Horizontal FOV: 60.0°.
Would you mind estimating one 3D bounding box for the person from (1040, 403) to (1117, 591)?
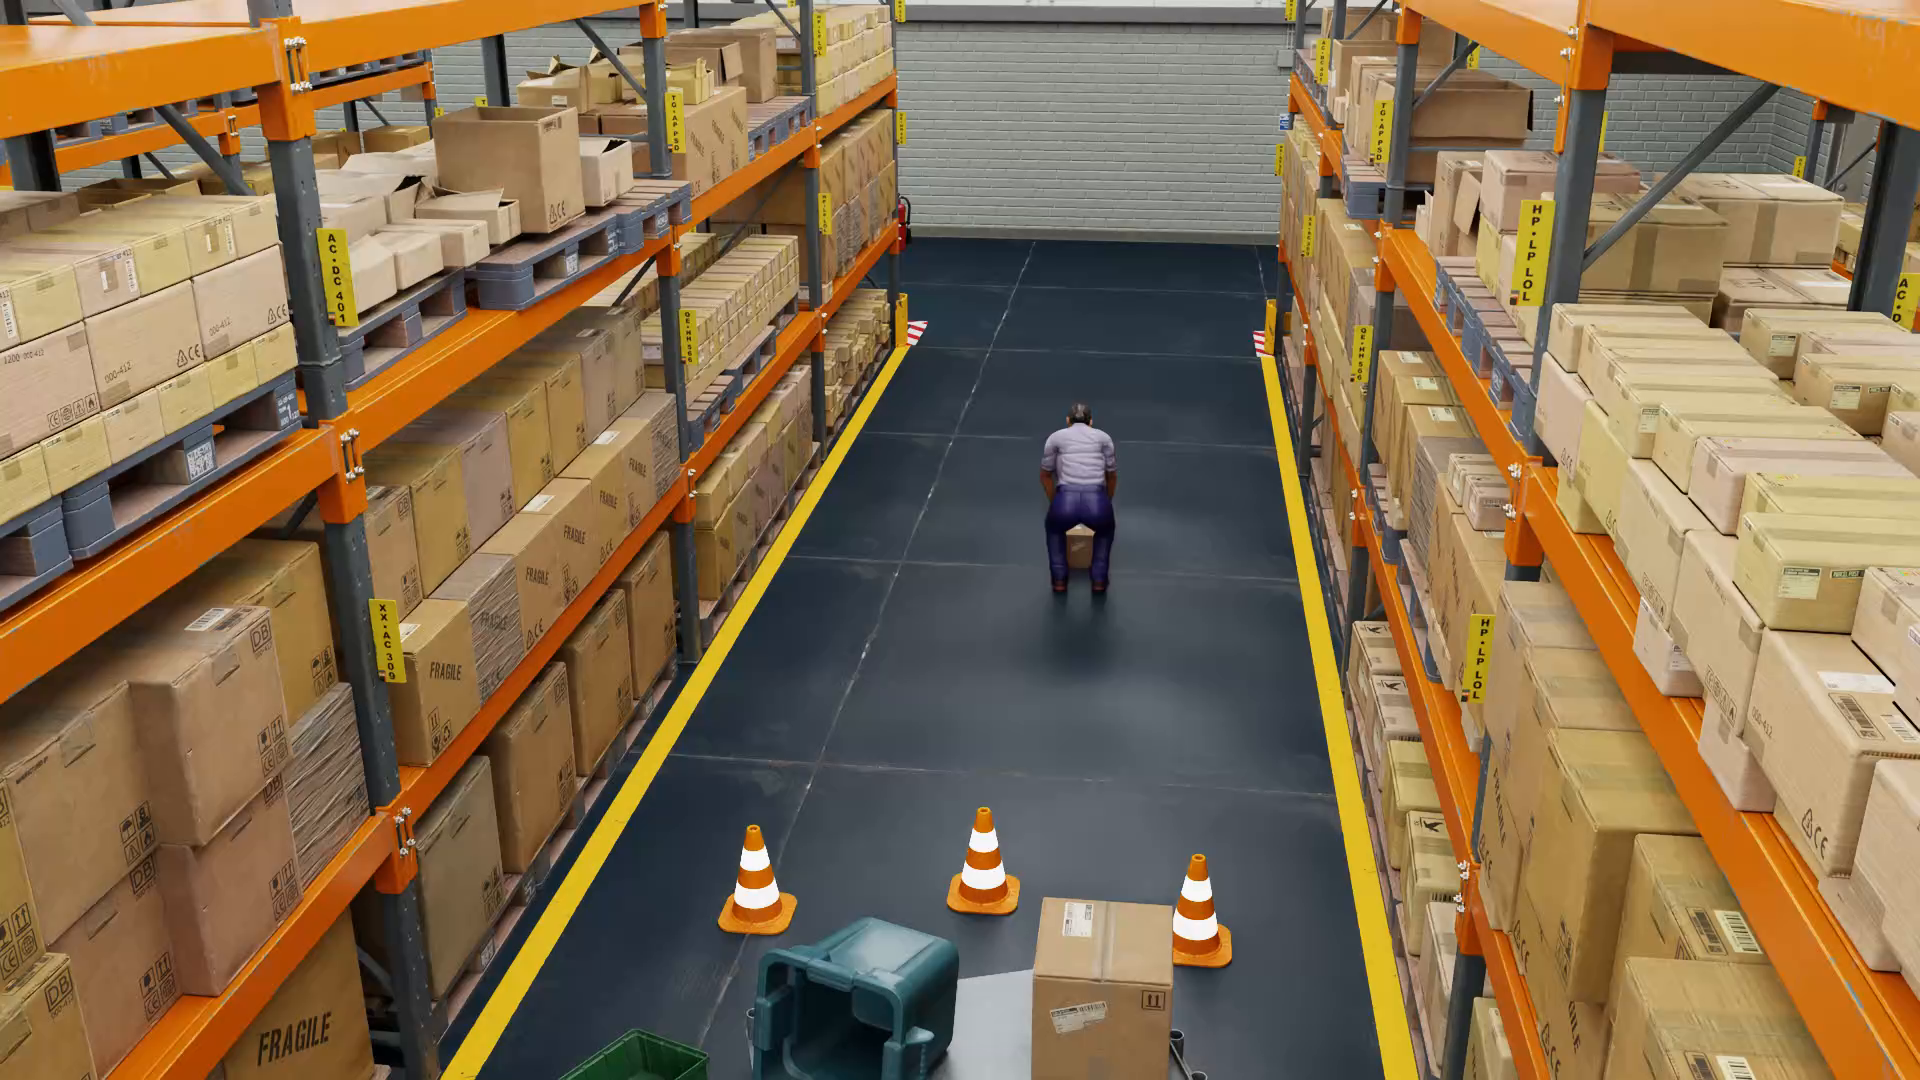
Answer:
[{"bbox_3d":[0.802,-0.266,11.377,0.536,1.226,0.730,3,21,6],"label":"person"}]
